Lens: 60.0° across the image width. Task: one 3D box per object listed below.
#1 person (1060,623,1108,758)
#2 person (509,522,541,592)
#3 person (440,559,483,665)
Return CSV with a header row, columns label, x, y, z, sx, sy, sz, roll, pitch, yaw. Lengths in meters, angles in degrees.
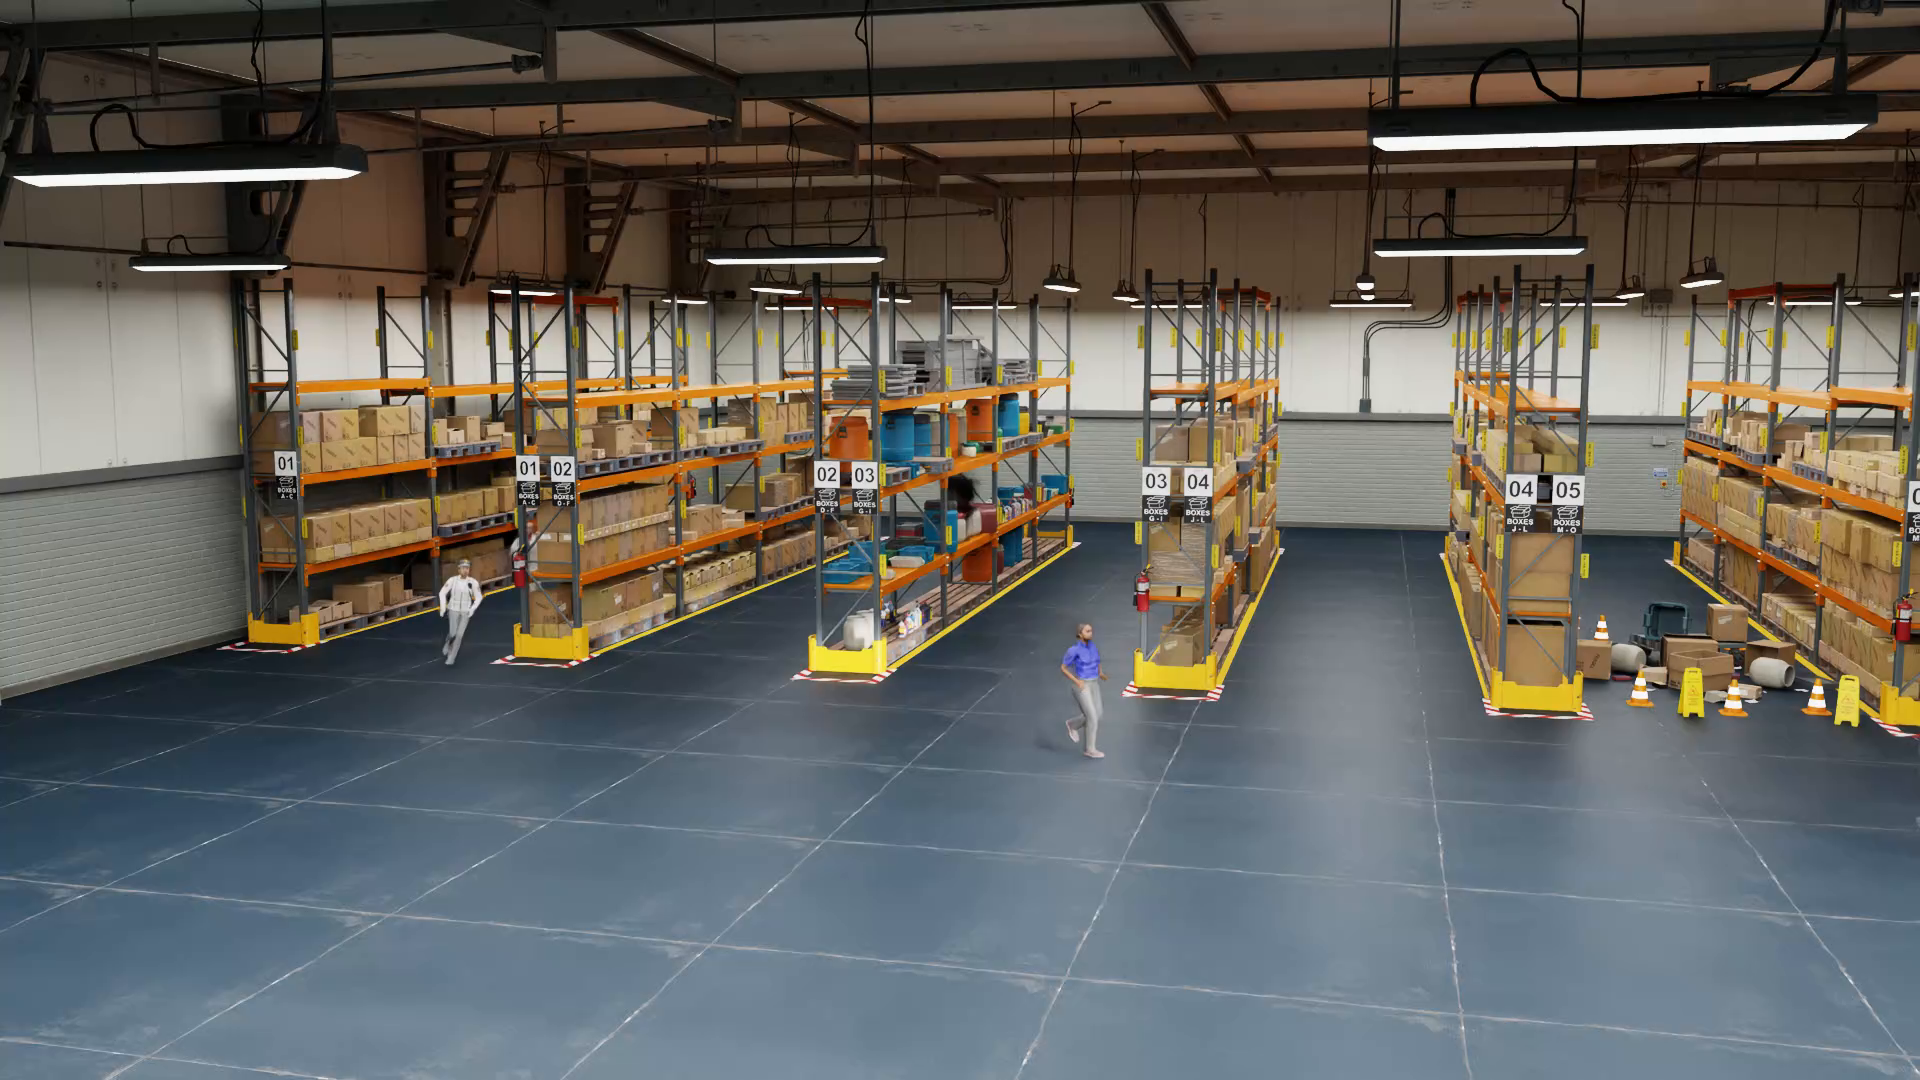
label,x,y,z,sx,sy,sz,roll,pitch,yaw
person,1.484,1.796,20.138,0.581,1.608,0.700,-6,9,-42
person,-7.596,0.594,29.386,0.696,1.812,0.950,1,7,11
person,-7.737,1.107,25.832,0.639,1.619,0.502,-2,7,-19
